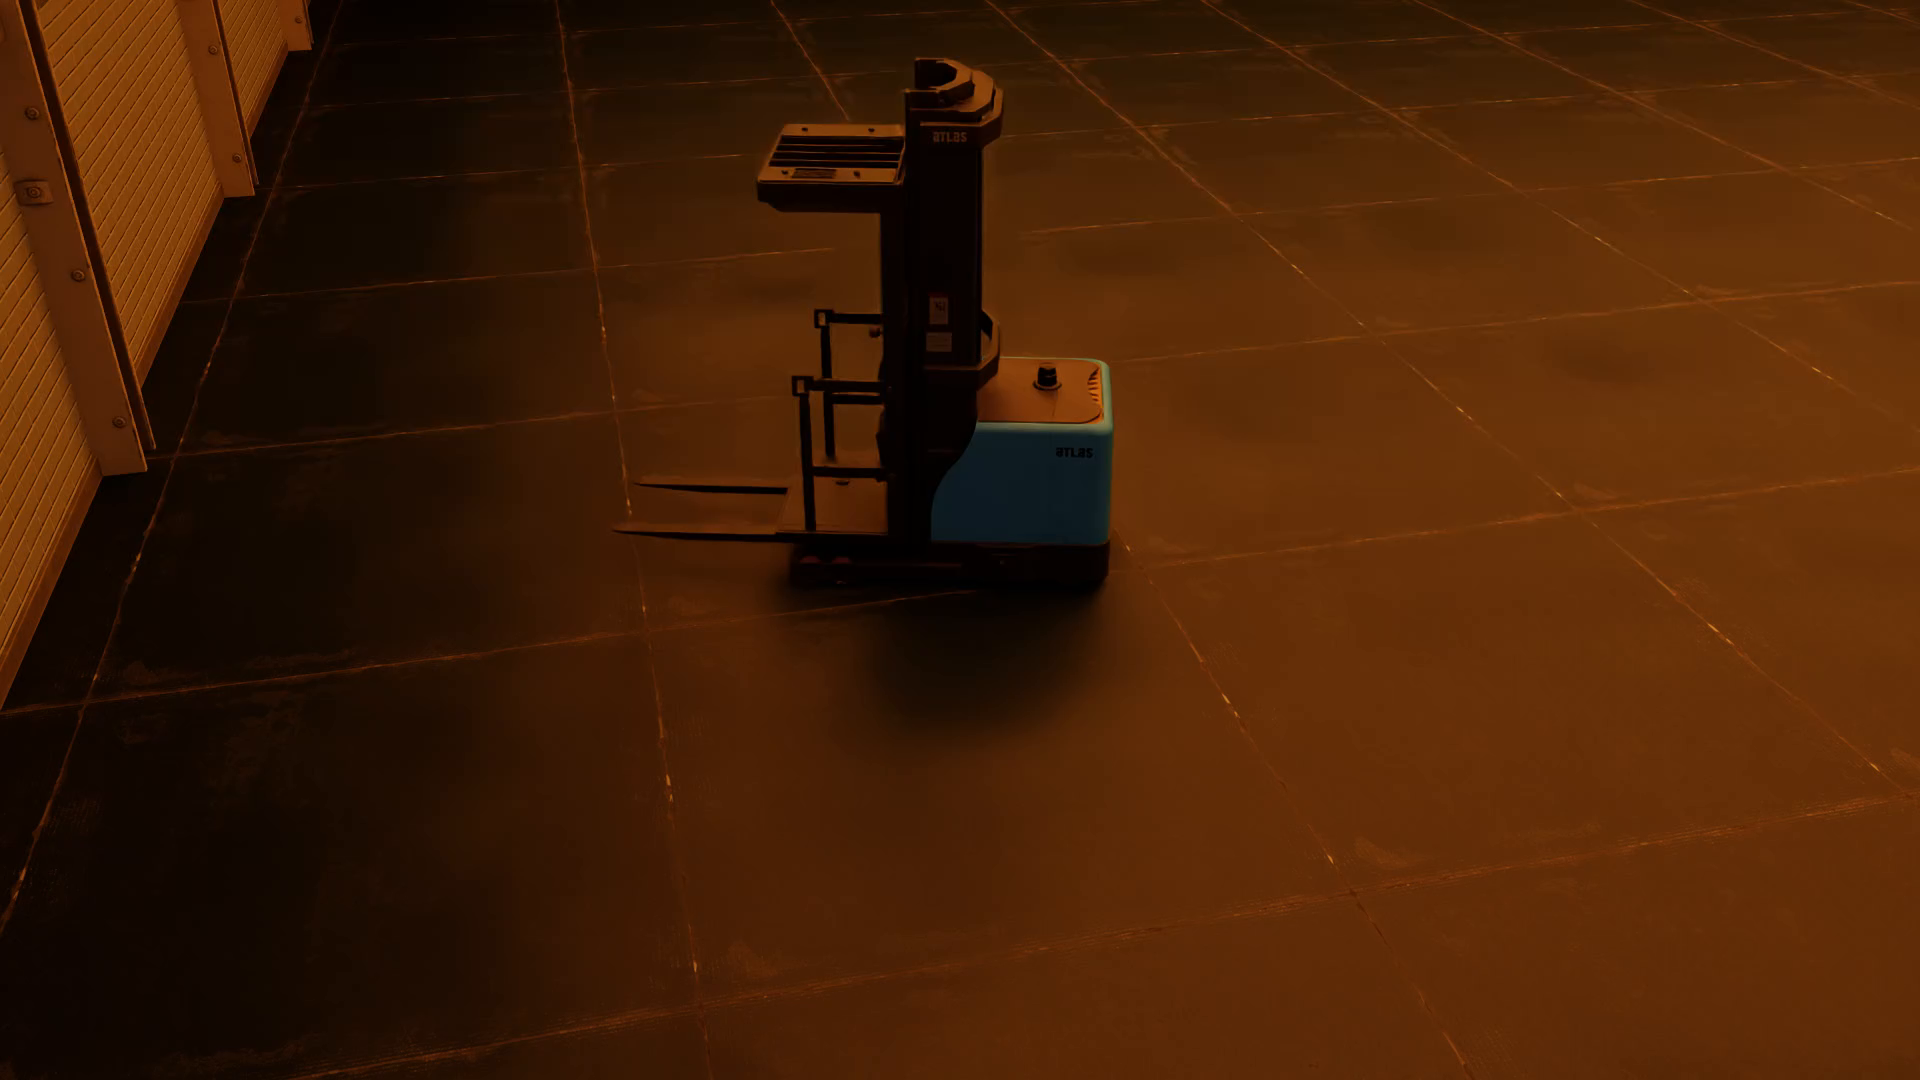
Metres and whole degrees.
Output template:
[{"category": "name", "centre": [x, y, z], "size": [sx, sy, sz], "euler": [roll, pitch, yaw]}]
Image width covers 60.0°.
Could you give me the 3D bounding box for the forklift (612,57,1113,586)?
[{"category": "forklift", "centre": [-0.599, -1.263, 9.756], "size": [3.031, 2.935, 1.130], "euler": [1, 30, 3]}]
